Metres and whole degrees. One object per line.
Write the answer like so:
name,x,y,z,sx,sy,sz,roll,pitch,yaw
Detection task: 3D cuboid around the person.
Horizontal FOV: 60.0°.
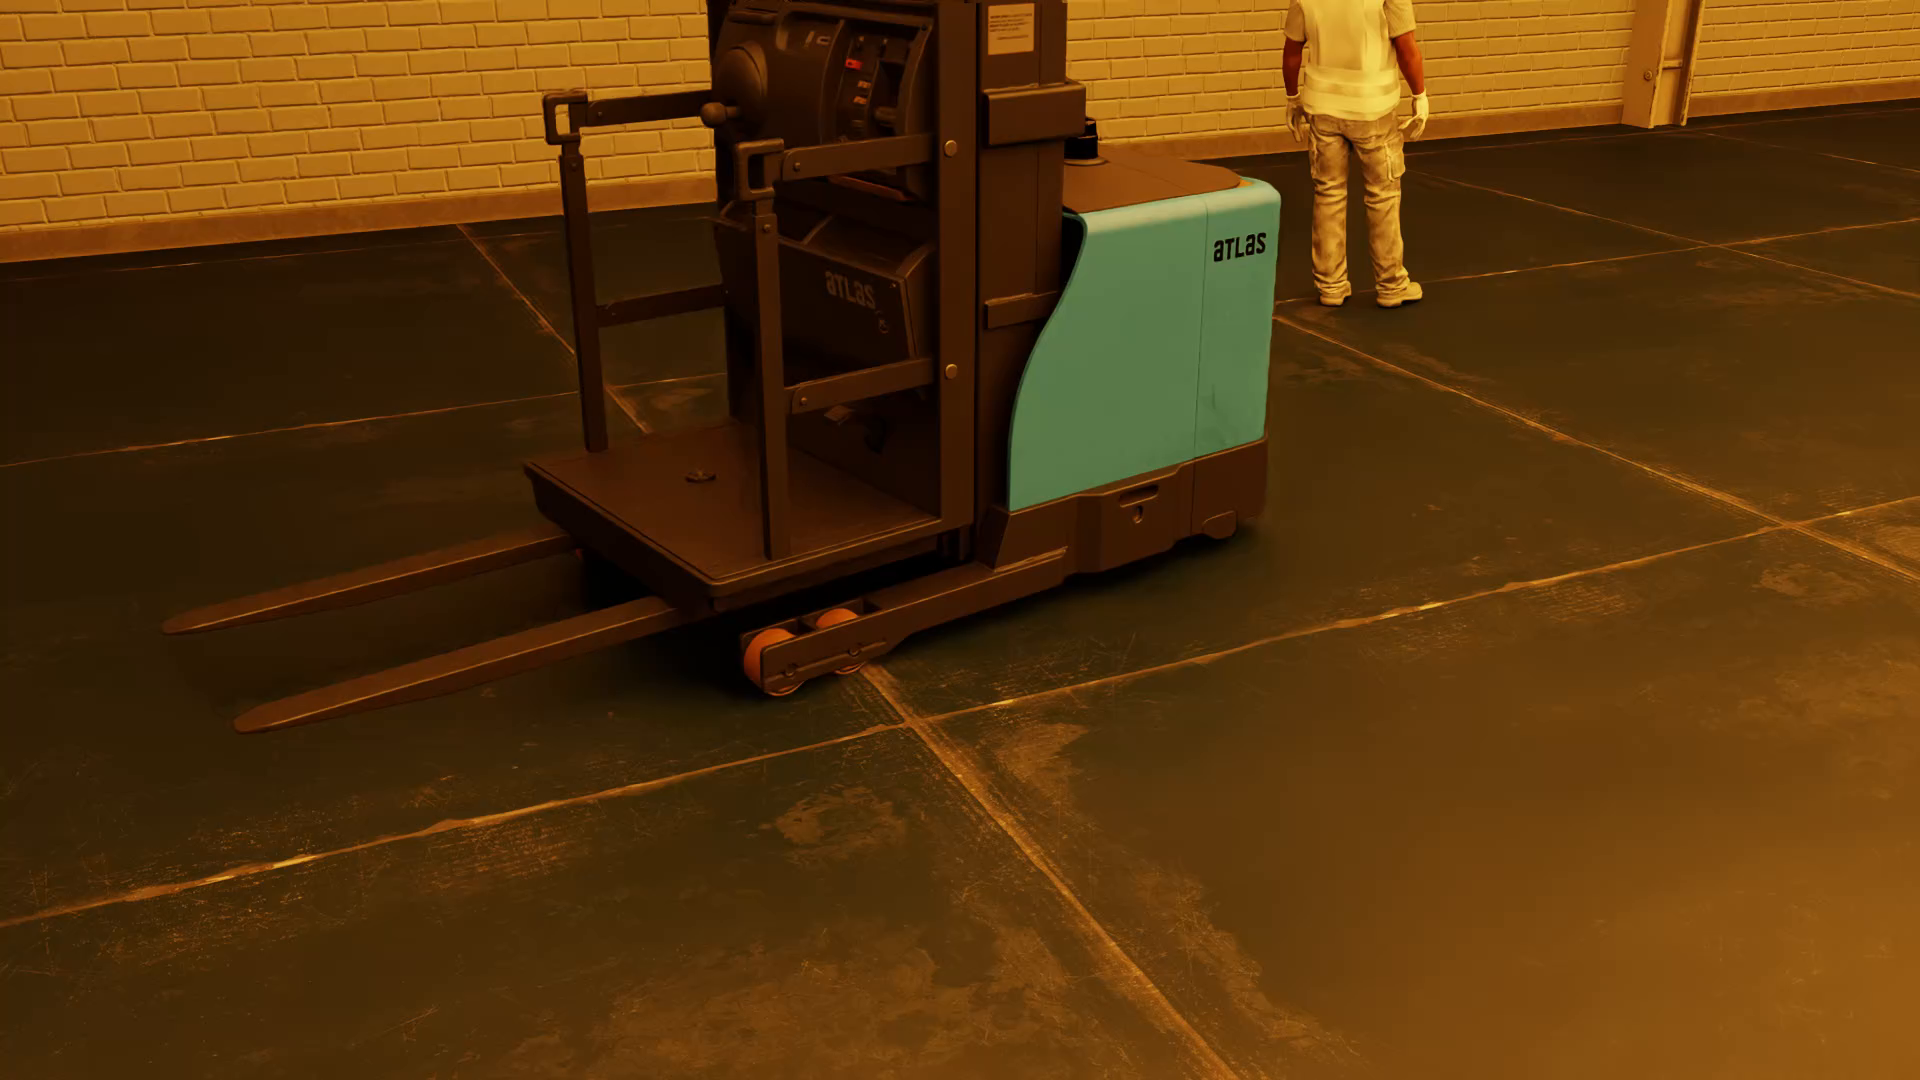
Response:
person,1.786,-1.947,7.451,0.655,1.782,0.577,14,26,30

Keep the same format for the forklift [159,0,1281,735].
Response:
forklift,-0.537,-1.192,4.155,3.031,2.935,1.130,-16,28,-34
